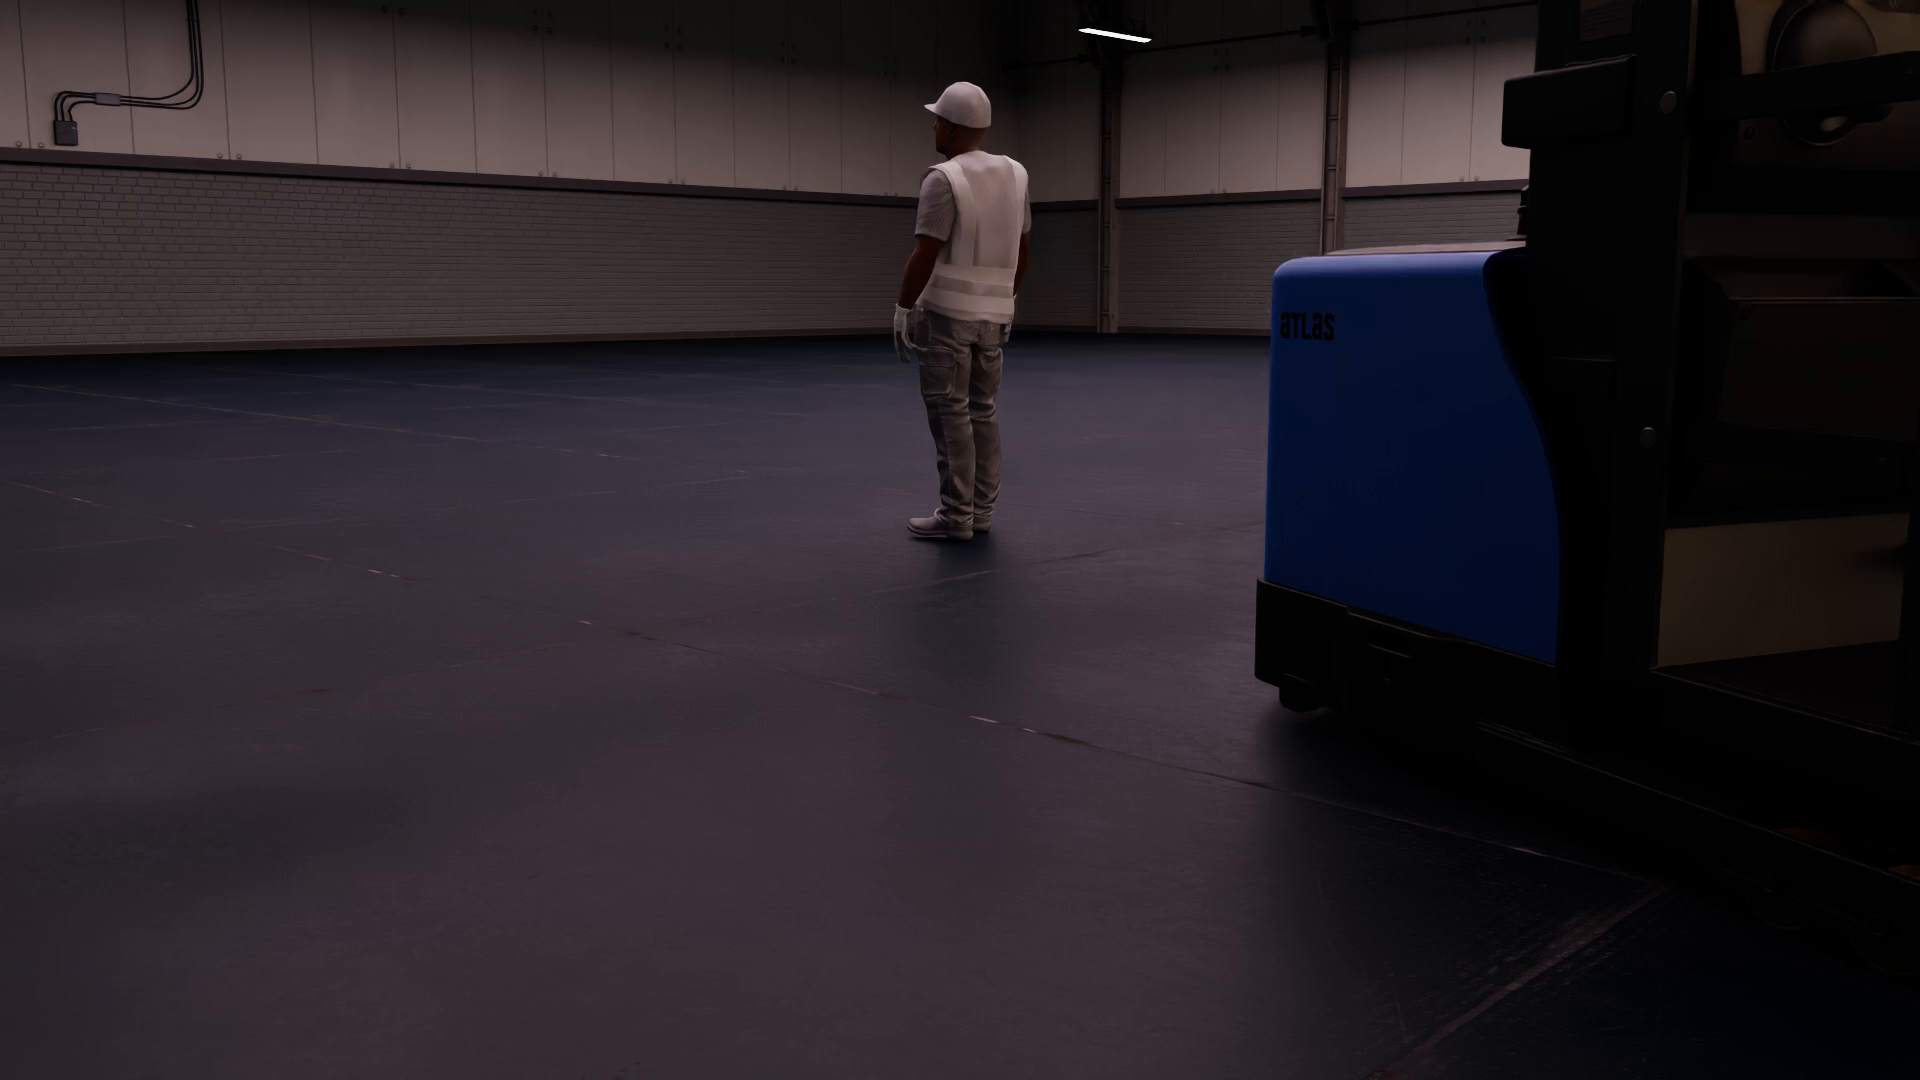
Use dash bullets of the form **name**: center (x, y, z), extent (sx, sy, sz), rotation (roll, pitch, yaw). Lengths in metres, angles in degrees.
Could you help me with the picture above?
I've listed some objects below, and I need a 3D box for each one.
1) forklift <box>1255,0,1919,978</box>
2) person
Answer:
- **forklift**: center (1.751, -0.877, 2.696), extent (1.130, 2.935, 3.031), rotation (-4, 9, -22)
- **person**: center (-0.045, -0.897, 6.639), extent (0.577, 1.782, 0.656), rotation (8, 12, 43)
